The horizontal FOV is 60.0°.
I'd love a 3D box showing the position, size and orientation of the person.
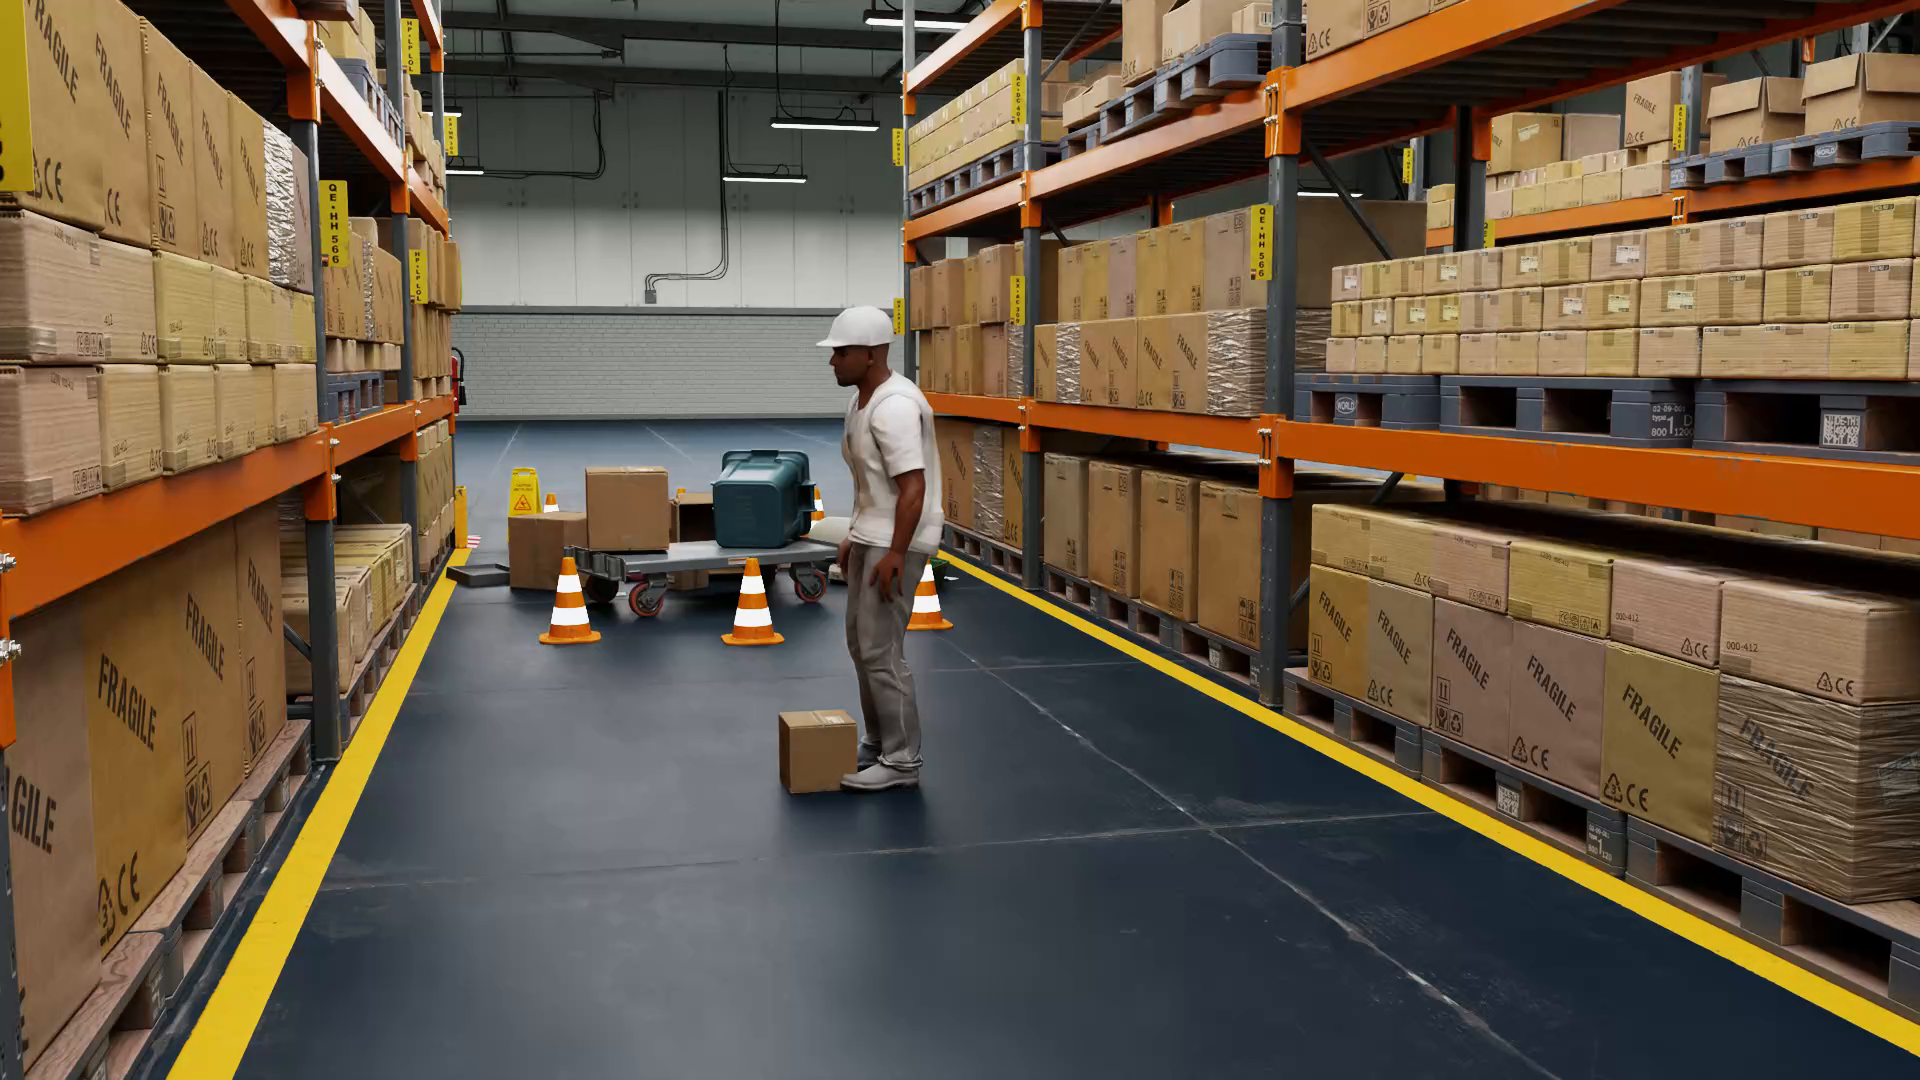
[{"bbox_3d":[-0.304,0.025,6.132,0.455,1.760,0.635,-2,6,-17],"label":"person"}]
